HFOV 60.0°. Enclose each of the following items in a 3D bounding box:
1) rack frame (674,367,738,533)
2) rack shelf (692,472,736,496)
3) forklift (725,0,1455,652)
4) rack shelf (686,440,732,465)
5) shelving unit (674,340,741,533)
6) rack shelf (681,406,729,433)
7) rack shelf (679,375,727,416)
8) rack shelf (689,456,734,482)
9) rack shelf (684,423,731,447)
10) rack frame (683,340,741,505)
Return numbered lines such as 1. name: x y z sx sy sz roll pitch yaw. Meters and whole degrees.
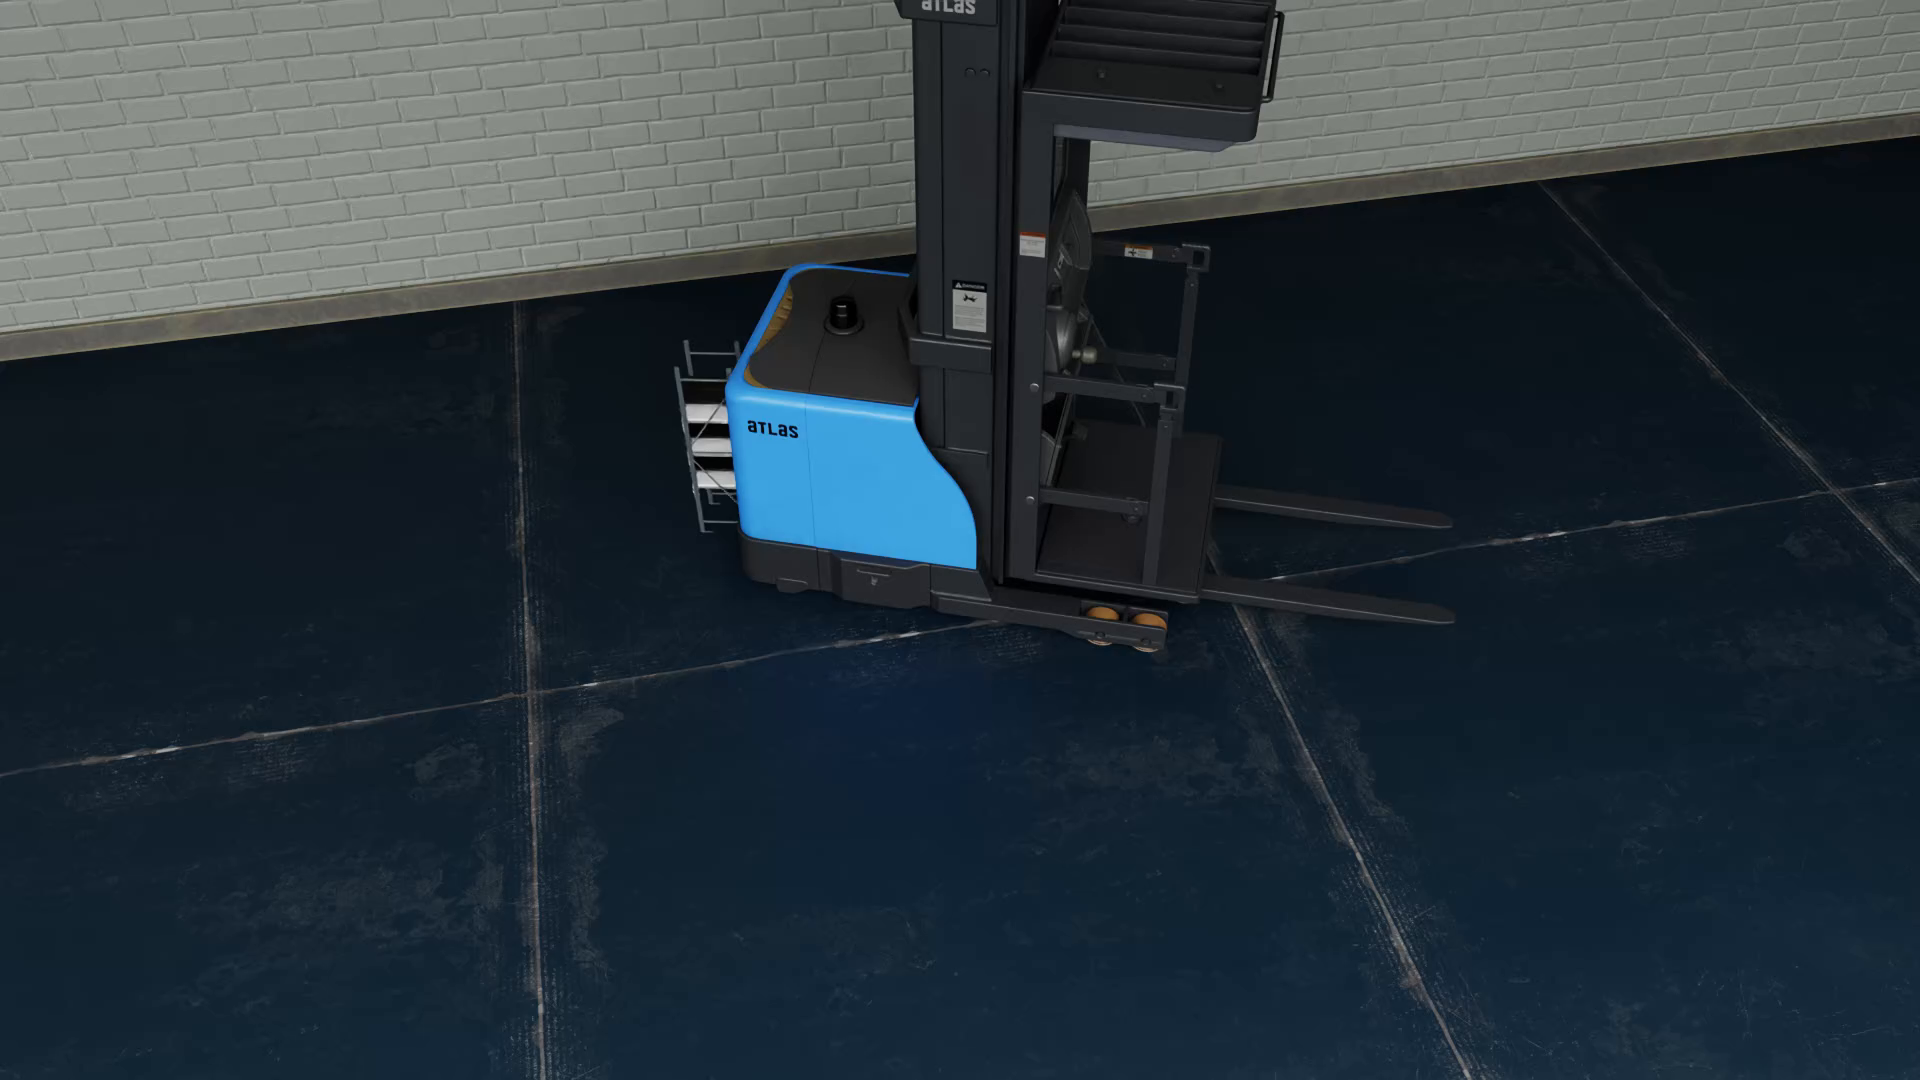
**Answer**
1. rack frame: -1.070 -0.378 7.267 0.240 0.900 0.006 1 40 4
2. rack shelf: -1.058 -0.281 7.482 0.258 0.077 0.200 1 40 4
3. forklift: 0.614 -1.012 6.464 3.031 2.935 1.130 8 42 9
4. rack shelf: -1.062 -0.418 7.366 0.258 0.077 0.200 1 40 4
5. shelving unit: -1.063 -0.444 7.345 0.258 0.900 0.210 1 40 4
6. rack shelf: -1.067 -0.556 7.250 0.258 0.077 0.200 1 40 4
7. rack shelf: -1.069 -0.625 7.192 0.258 0.077 0.200 1 40 4
8. rack shelf: -1.060 -0.349 7.424 0.258 0.077 0.200 1 40 4
9. rack shelf: -1.065 -0.487 7.308 0.258 0.077 0.200 1 40 4
10. rack frame: -1.056 -0.509 7.422 0.240 0.900 0.006 1 40 4
